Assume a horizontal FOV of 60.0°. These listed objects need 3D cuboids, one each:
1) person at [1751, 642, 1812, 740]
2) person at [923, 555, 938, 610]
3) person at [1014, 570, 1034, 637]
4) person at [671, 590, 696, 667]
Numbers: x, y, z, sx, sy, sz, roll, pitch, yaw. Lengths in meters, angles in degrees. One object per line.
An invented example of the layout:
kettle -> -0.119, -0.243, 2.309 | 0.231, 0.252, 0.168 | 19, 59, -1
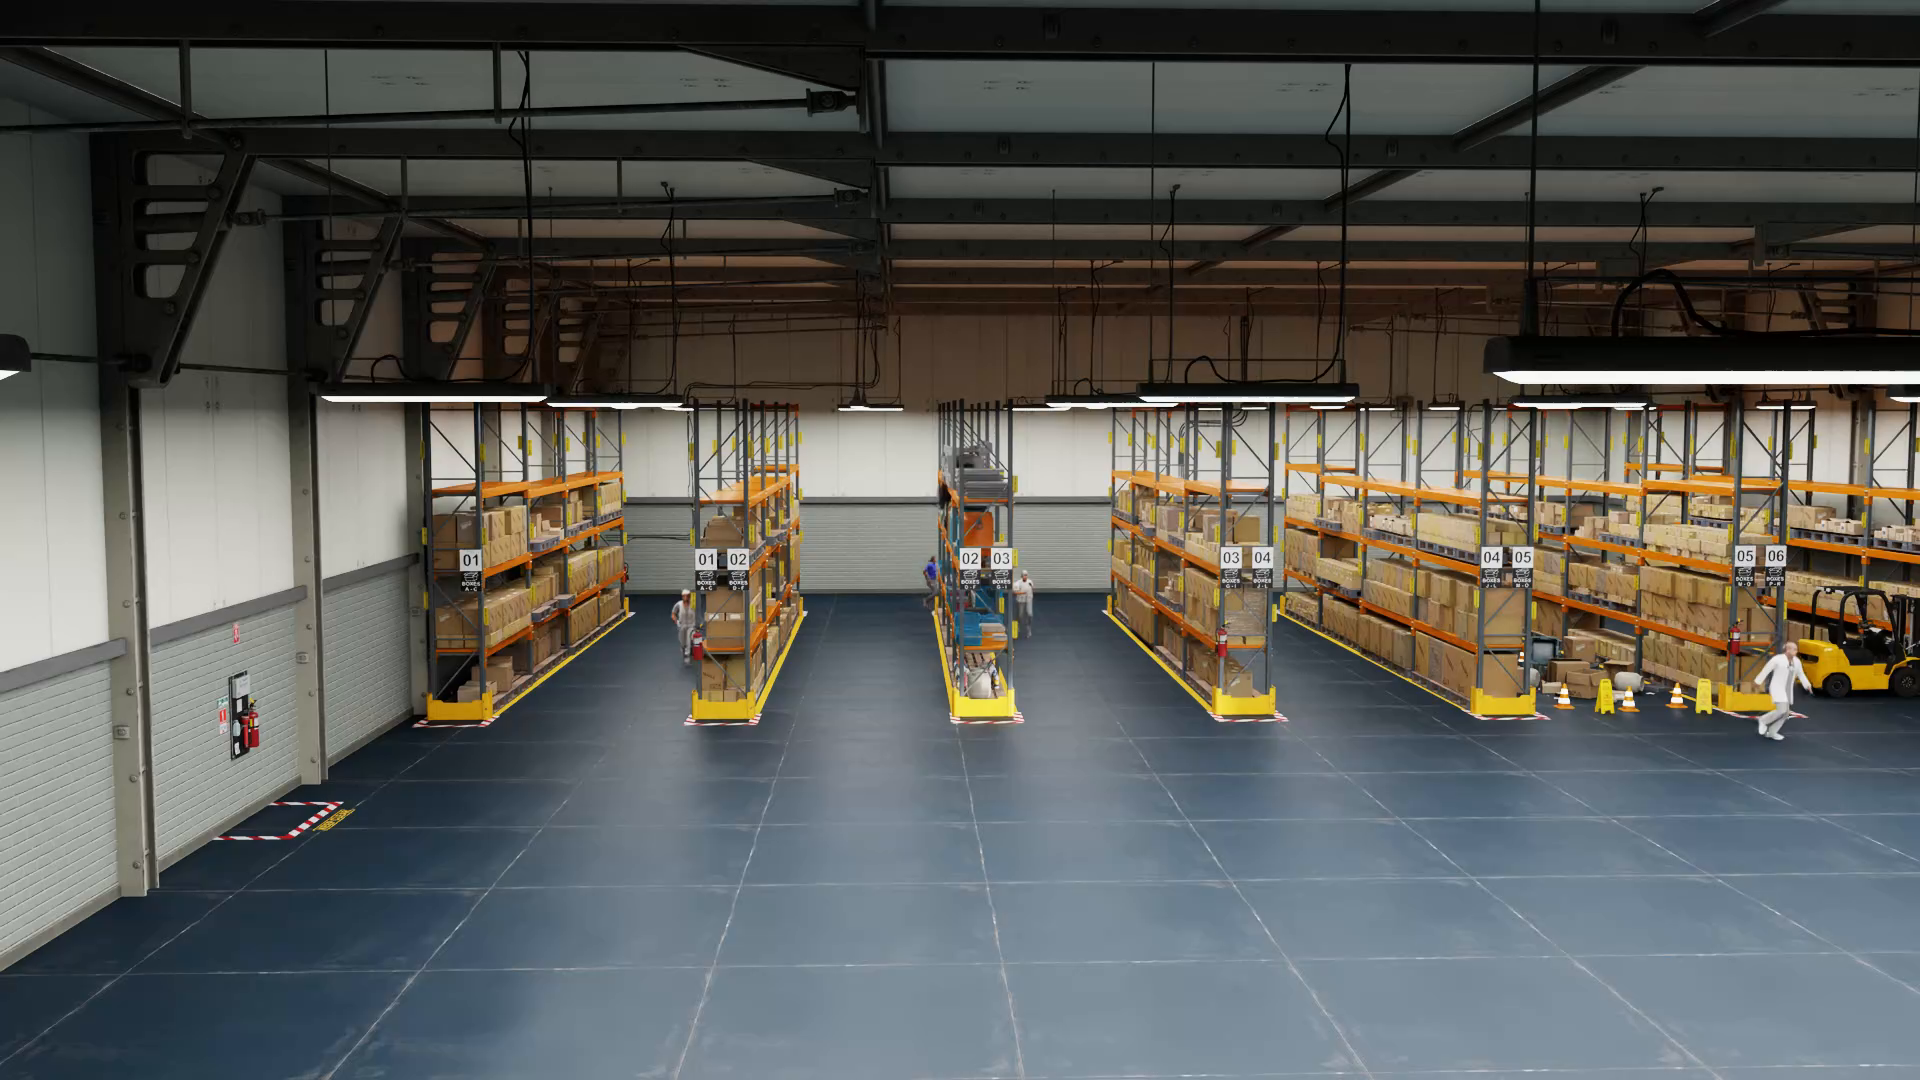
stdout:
person -> 14.437, 2.643, 29.122 | 0.689, 1.734, 0.835 | -2, 5, -20
person -> -0.780, 1.241, 48.646 | 0.498, 1.579, 0.637 | 2, 5, 21
person -> 1.649, 1.636, 42.920 | 0.582, 1.724, 0.841 | -1, 4, -12
person -> -6.241, 1.981, 37.917 | 0.659, 1.739, 0.821 | -1, 4, -8
